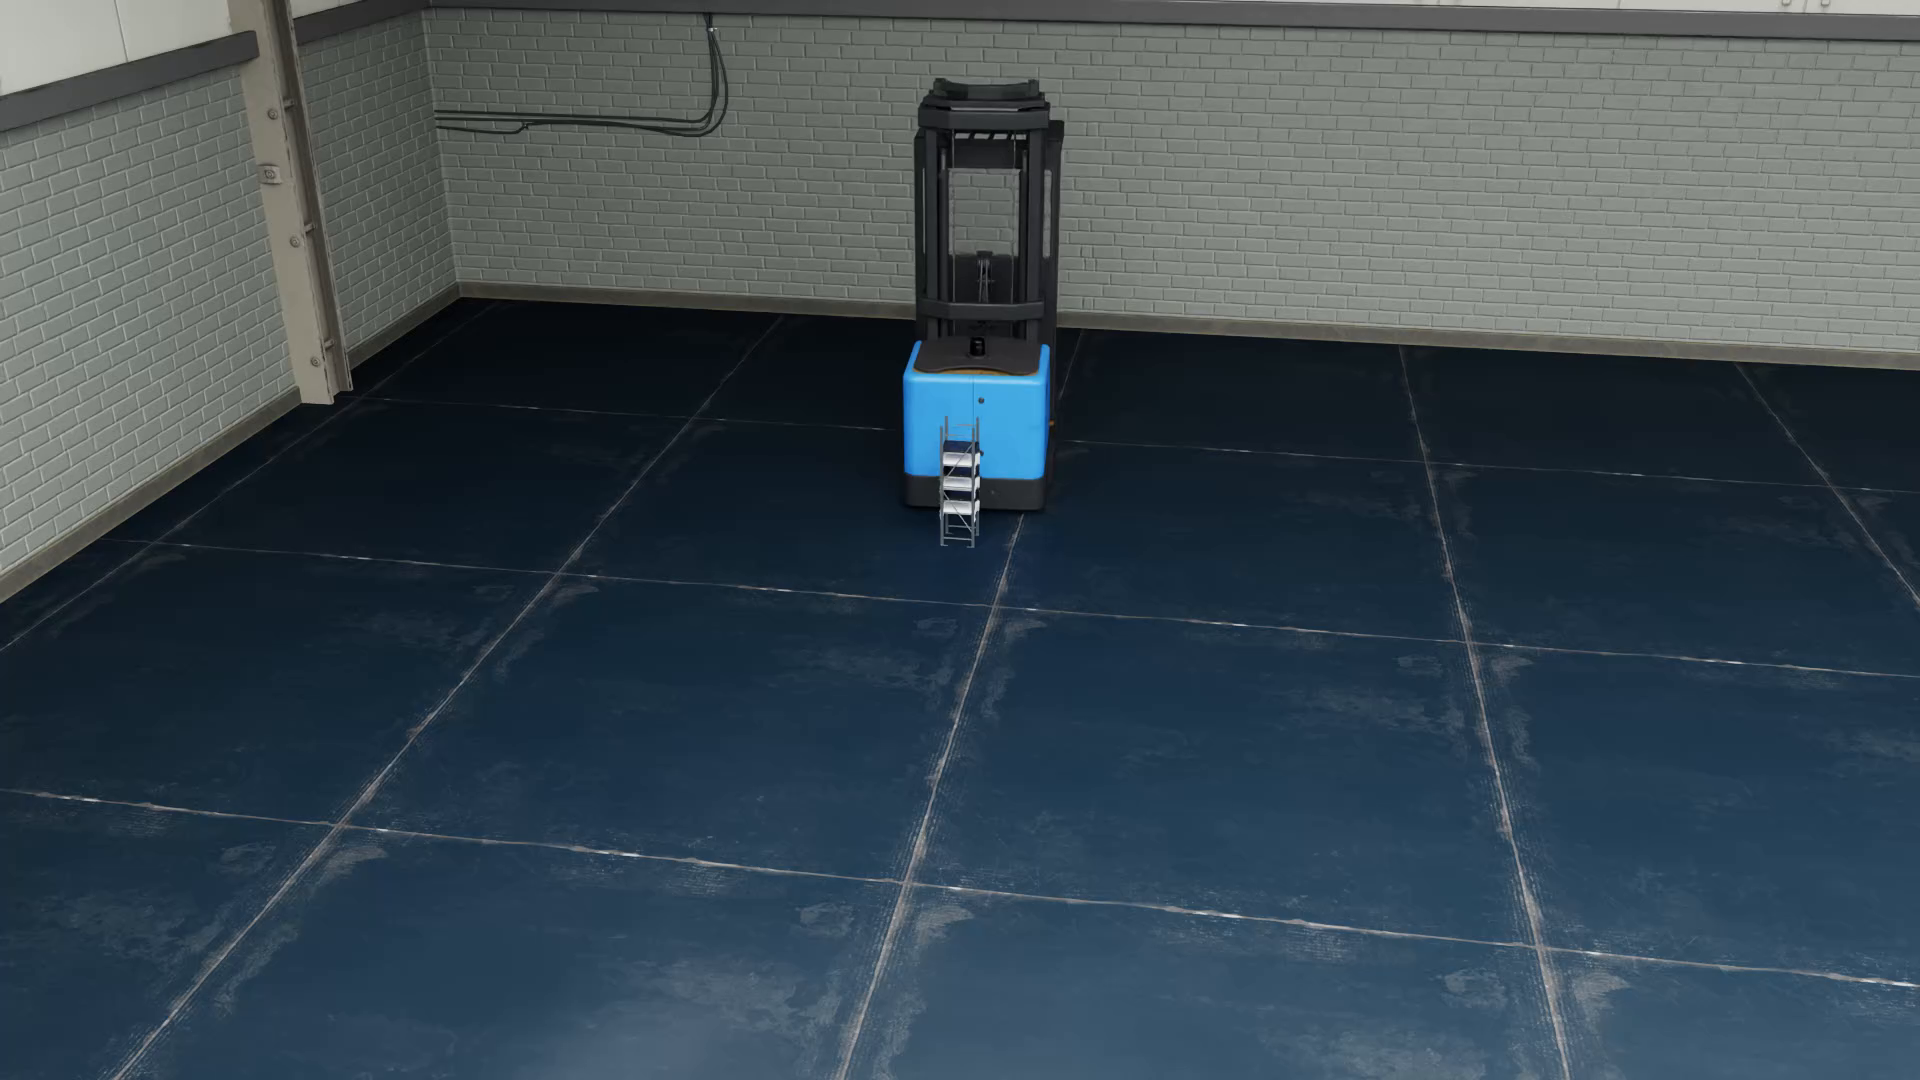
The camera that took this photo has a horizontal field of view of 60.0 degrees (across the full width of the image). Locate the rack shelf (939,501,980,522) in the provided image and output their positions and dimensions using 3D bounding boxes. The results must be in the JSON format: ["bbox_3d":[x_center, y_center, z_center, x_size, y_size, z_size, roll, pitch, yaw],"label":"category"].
[{"bbox_3d":[-0.001,-0.211,11.687,0.258,0.077,0.200,4,25,9],"label":"rack shelf"}]

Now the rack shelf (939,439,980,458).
[{"bbox_3d":[-0.001,-0.619,11.496,0.258,0.077,0.200,4,25,9],"label":"rack shelf"}]

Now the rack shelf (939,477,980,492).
[{"bbox_3d":[-0.001,-0.374,11.610,0.258,0.077,0.200,4,25,9],"label":"rack shelf"}]

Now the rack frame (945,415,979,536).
[{"bbox_3d":[0.015,-0.447,11.687,0.240,0.900,0.006,4,25,9],"label":"rack frame"}]

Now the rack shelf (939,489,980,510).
[{"bbox_3d":[-0.001,-0.292,11.649,0.258,0.077,0.200,4,25,9],"label":"rack shelf"}]

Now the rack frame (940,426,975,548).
[{"bbox_3d":[-0.018,-0.362,11.505,0.240,0.900,0.006,4,25,9],"label":"rack frame"}]

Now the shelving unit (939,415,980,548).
[{"bbox_3d":[-0.001,-0.404,11.596,0.258,0.900,0.210,4,25,9],"label":"shelving unit"}]

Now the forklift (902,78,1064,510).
[{"bbox_3d":[0.225,-2.133,12.895,1.130,2.935,3.031,2,25,5],"label":"forklift"}]

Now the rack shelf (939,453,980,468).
[{"bbox_3d":[-0.001,-0.537,11.534,0.258,0.077,0.200,4,25,9],"label":"rack shelf"}]

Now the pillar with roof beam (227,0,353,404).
[{"bbox_3d":[-1.273,-5.035,11.936,9.100,9.000,0.400,4,25,9],"label":"pillar with roof beam"}]

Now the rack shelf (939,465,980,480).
[{"bbox_3d":[-0.001,-0.455,11.572,0.258,0.077,0.200,4,25,9],"label":"rack shelf"}]

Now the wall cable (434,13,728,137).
[{"bbox_3d":[-3.734,-5.067,15.668,3.097,2.526,0.112,4,25,9],"label":"wall cable"}]
